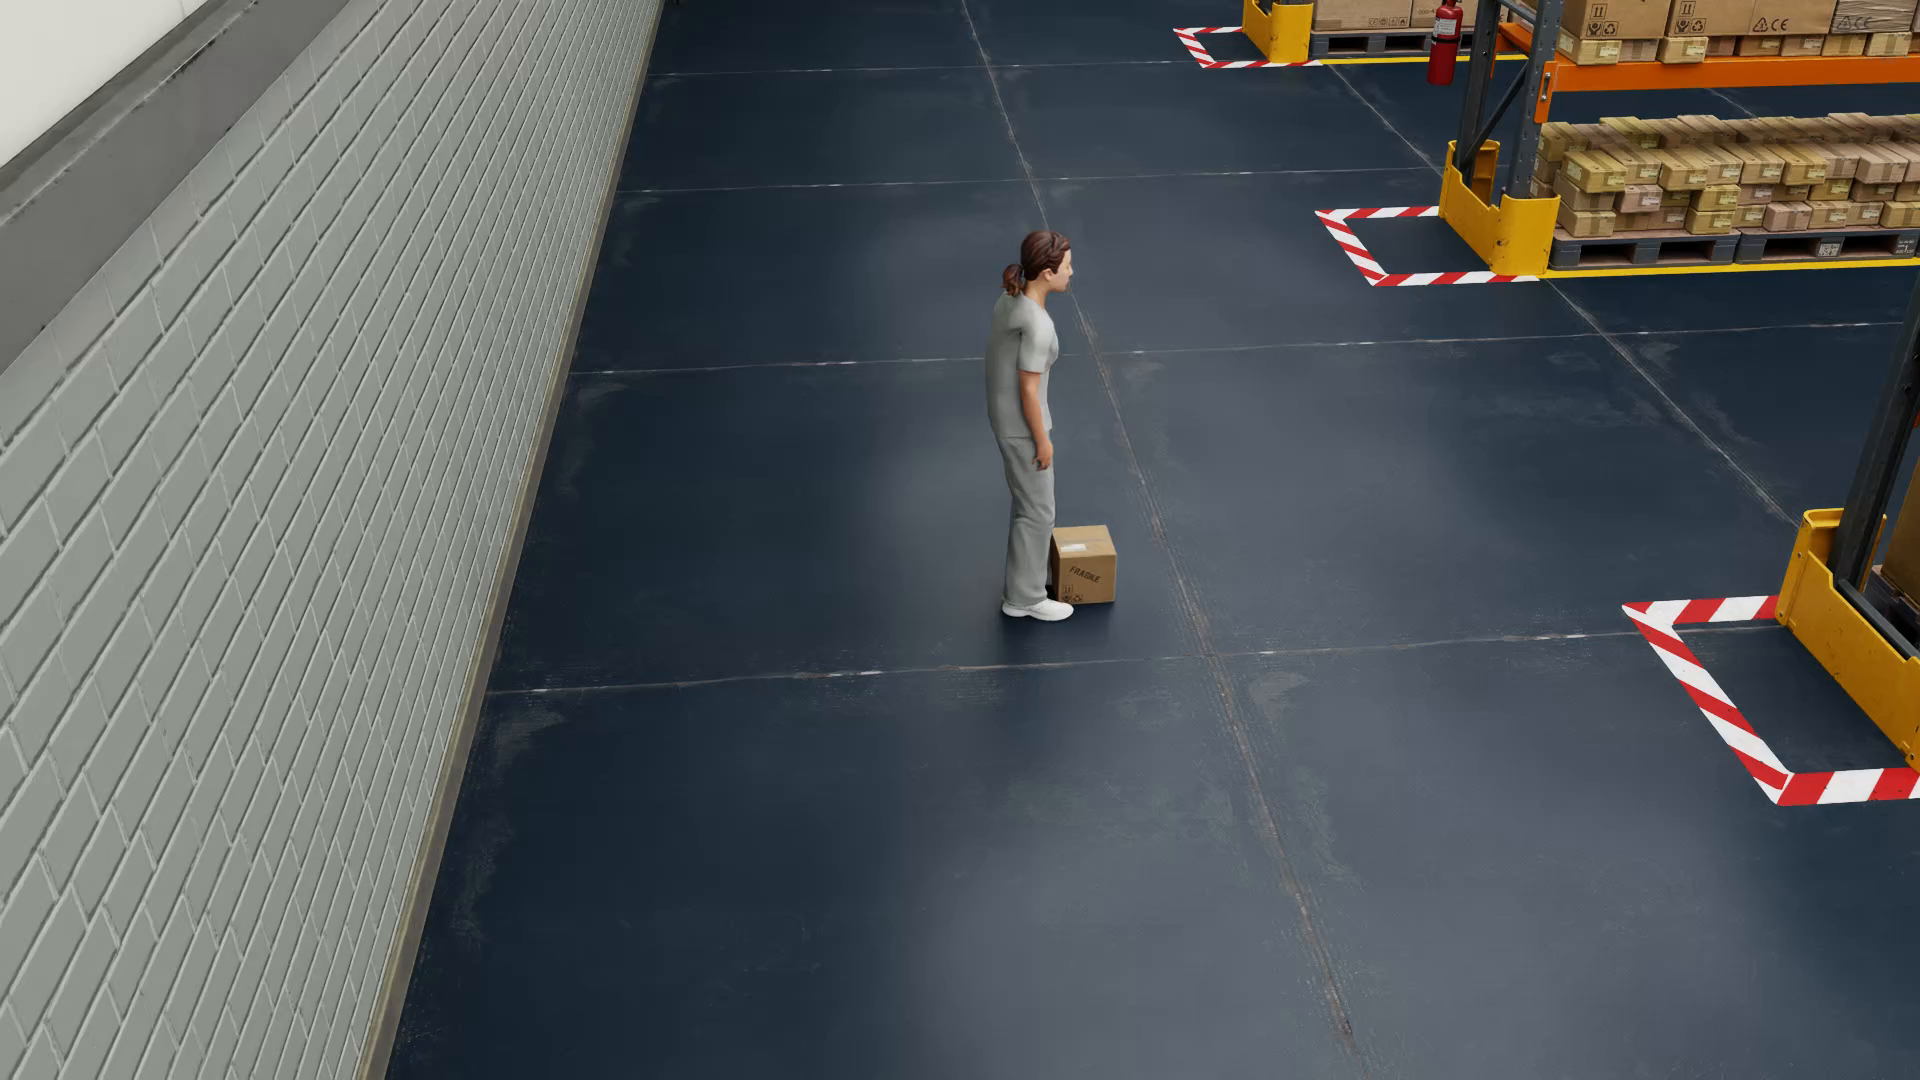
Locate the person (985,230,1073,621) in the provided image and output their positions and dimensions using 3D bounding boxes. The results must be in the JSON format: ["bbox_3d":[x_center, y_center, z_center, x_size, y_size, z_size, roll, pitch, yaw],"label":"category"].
[{"bbox_3d":[0.317,-0.382,6.993,0.416,1.435,0.502,-4,31,-7],"label":"person"}]
